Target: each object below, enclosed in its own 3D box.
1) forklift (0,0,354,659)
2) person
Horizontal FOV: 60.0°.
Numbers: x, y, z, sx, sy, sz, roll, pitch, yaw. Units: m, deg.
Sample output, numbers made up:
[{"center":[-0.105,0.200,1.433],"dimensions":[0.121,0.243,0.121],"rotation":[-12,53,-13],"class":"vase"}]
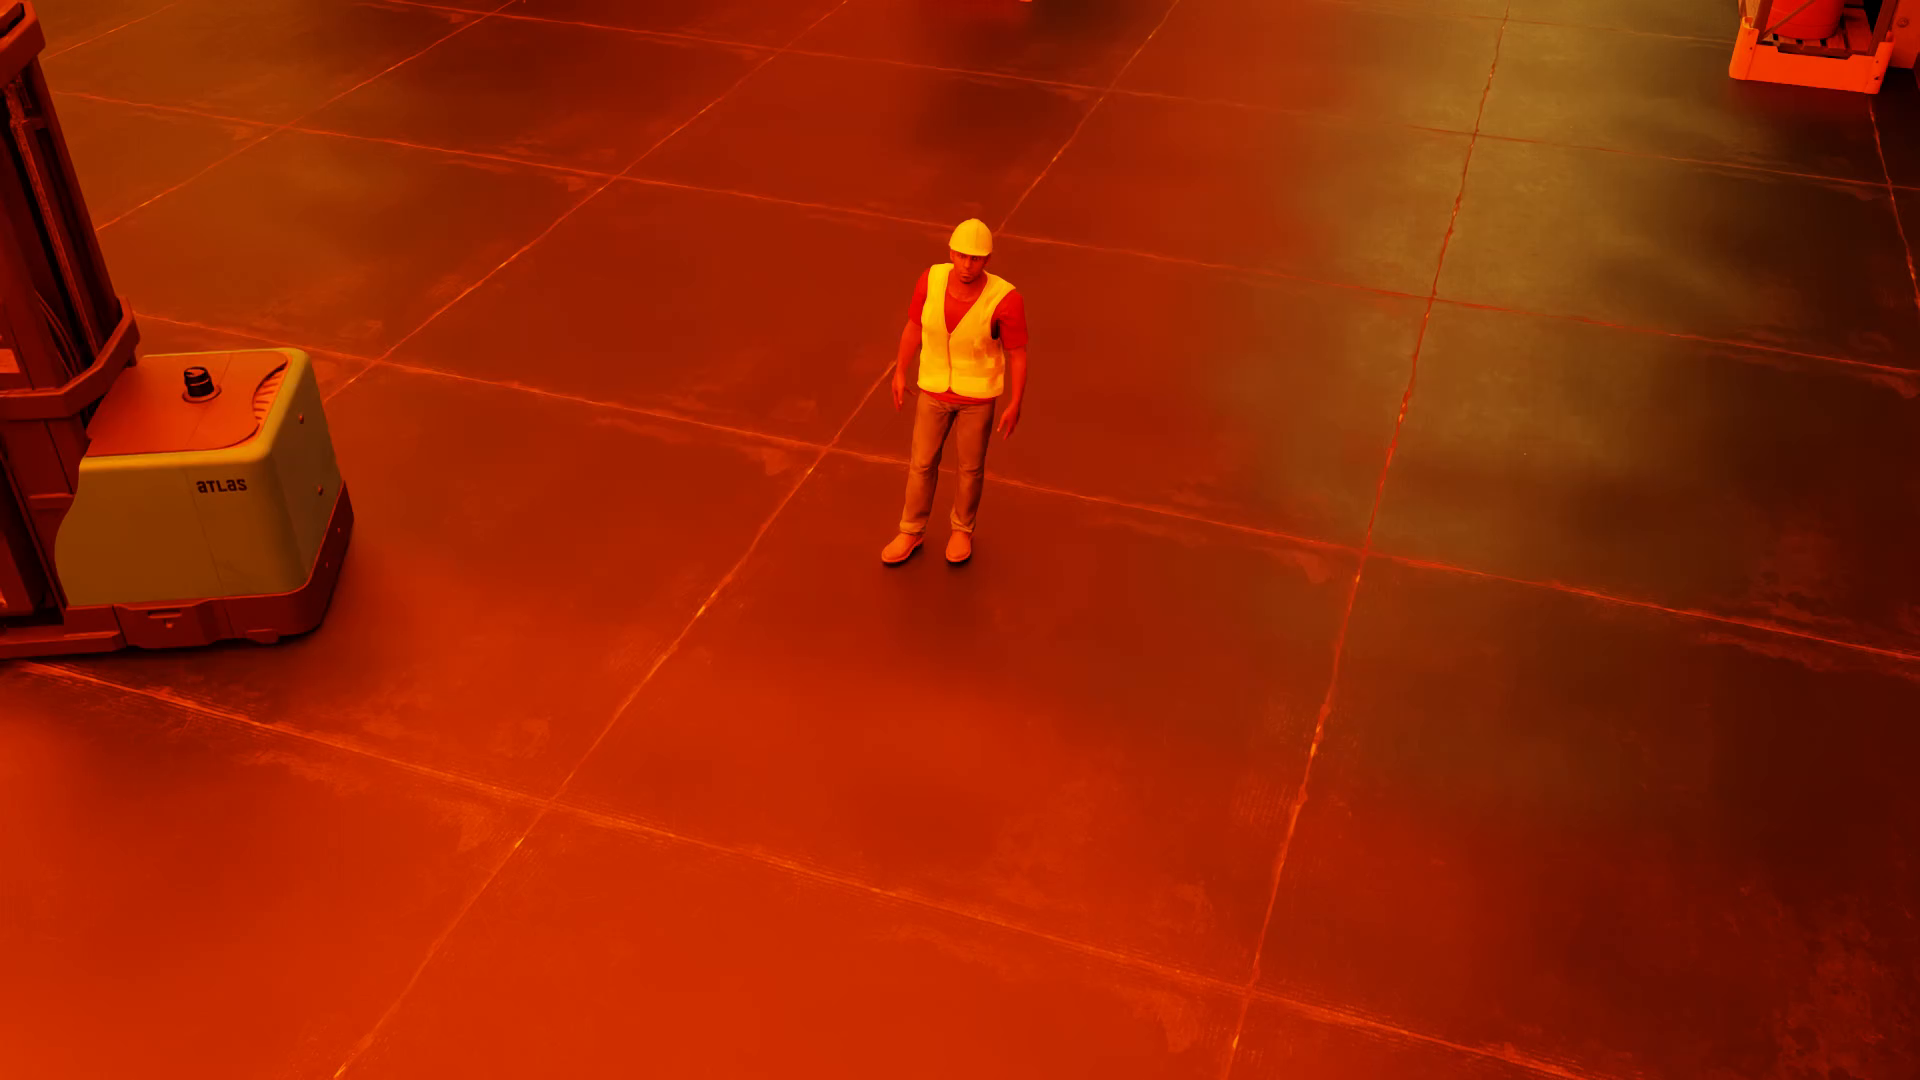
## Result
[{"center":[-4.615,-0.900,7.380],"dimensions":[3.031,2.935,1.130],"rotation":[-4,36,-5],"class":"forklift"},{"center":[-0.029,-0.690,8.078],"dimensions":[0.665,1.765,0.577],"rotation":[12,37,16],"class":"person"}]
